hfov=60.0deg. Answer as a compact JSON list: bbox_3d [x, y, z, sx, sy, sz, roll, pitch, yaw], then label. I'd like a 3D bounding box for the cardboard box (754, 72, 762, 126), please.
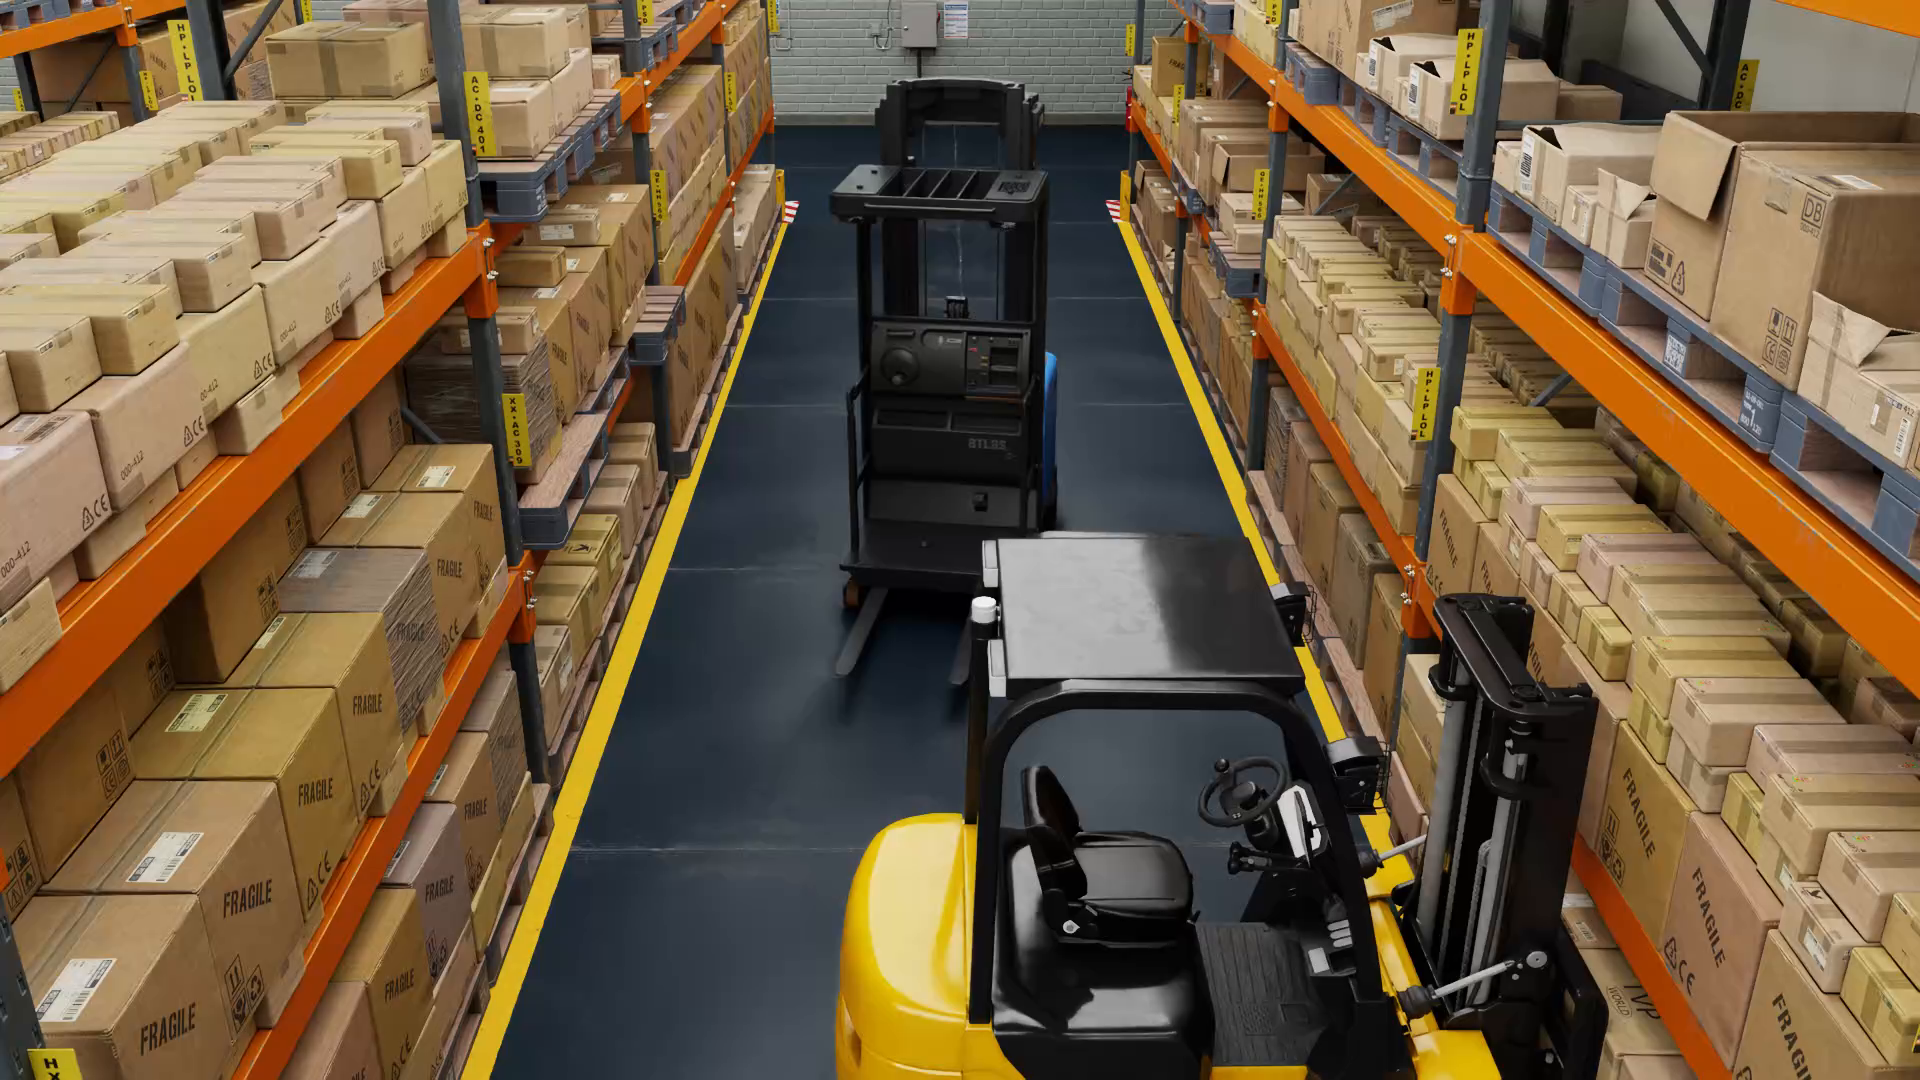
[{"bbox_3d":[-2.292,-4.442,16.810,0.500,0.500,0.500,0,24,1],"label":"cardboard box"}]

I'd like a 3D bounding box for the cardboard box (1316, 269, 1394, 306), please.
[{"bbox_3d":[2.217,-1.417,9.334,0.380,0.149,0.250,0,24,1],"label":"cardboard box"}]

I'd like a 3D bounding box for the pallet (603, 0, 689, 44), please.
[{"bbox_3d":[-2.555,-3.723,11.931,1.003,0.211,1.213,1,24,2],"label":"pallet"}]

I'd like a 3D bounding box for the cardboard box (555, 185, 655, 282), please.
[{"bbox_3d":[-2.197,-1.903,10.325,0.500,0.500,0.500,-1,24,-2],"label":"cardboard box"}]

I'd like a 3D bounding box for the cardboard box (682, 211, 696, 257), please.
[{"bbox_3d":[-2.257,-2.279,12.330,0.500,0.250,0.500,1,24,1],"label":"cardboard box"}]

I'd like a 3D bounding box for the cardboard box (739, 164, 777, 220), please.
[{"bbox_3d":[-2.460,-3.765,18.035,0.875,0.438,0.875,-1,24,-2],"label":"cardboard box"}]

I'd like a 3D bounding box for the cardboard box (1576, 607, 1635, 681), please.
[{"bbox_3d":[2.264,0.337,5.457,0.380,0.149,0.250,-1,24,-2],"label":"cardboard box"}]

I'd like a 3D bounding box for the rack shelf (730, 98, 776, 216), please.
[{"bbox_3d":[-2.546,-3.861,16.520,1.077,0.370,4.000,0,24,-1],"label":"rack shelf"}]

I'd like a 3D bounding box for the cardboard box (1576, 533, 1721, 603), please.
[{"bbox_3d":[2.327,0.094,5.632,0.380,0.149,0.250,0,24,-1],"label":"cardboard box"}]

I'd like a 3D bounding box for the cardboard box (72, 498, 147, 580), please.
[{"bbox_3d":[-2.133,-0.027,3.836,0.380,0.149,0.250,0,24,1],"label":"cardboard box"}]

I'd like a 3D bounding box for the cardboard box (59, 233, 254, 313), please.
[{"bbox_3d":[-2.100,-0.703,4.363,0.380,0.149,0.250,0,24,1],"label":"cardboard box"}]

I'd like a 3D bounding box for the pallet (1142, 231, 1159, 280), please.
[{"bbox_3d":[2.417,-2.905,16.917,1.003,0.211,1.213,0,24,-1],"label":"pallet"}]

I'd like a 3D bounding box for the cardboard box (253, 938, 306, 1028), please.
[{"bbox_3d":[-2.085,1.235,4.684,0.380,0.149,0.250,0,24,0],"label":"cardboard box"}]

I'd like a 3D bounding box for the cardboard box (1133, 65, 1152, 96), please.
[{"bbox_3d":[2.132,-4.916,17.800,0.500,0.250,0.500,0,24,0],"label":"cardboard box"}]

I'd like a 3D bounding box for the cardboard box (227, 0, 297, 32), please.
[{"bbox_3d":[-7.262,-5.398,17.350,0.500,0.500,0.500,-1,24,-2],"label":"cardboard box"}]

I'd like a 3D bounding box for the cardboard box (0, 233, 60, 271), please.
[{"bbox_3d":[-2.601,-0.699,4.352,0.380,0.149,0.250,-1,24,-2],"label":"cardboard box"}]

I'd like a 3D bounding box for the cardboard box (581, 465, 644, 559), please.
[{"bbox_3d":[-2.468,-0.174,10.173,0.950,0.372,0.625,-1,24,-2],"label":"cardboard box"}]

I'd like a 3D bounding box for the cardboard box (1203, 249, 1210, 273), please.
[{"bbox_3d":[2.272,-2.368,14.082,0.380,0.149,0.250,-1,24,-3],"label":"cardboard box"}]

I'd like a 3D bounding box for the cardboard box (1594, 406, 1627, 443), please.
[{"bbox_3d":[2.833,-0.438,6.810,0.380,0.149,0.250,0,24,0],"label":"cardboard box"}]

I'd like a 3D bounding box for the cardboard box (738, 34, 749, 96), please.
[{"bbox_3d":[-2.280,-4.482,15.686,0.500,0.500,0.500,0,24,0],"label":"cardboard box"}]

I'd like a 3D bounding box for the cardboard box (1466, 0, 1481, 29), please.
[{"bbox_3d":[2.747,-2.978,9.606,0.500,0.250,0.500,0,24,-1],"label":"cardboard box"}]

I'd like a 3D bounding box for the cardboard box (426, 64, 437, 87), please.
[{"bbox_3d":[-2.588,-2.006,7.579,0.500,0.250,0.500,0,24,0],"label":"cardboard box"}]

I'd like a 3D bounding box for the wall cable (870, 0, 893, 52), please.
[{"bbox_3d":[-1.234,-7.810,23.146,0.588,1.984,0.122,0,24,-1],"label":"wall cable"}]

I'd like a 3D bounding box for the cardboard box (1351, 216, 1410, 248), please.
[{"bbox_3d":[2.689,-1.948,10.509,0.380,0.149,0.250,1,24,1],"label":"cardboard box"}]

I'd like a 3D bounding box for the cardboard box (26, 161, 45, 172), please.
[{"bbox_3d":[-7.253,-2.807,12.751,0.380,0.149,0.250,0,24,0],"label":"cardboard box"}]

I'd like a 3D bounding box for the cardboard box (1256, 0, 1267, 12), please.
[{"bbox_3d":[2.232,-3.683,11.311,0.380,0.149,0.250,0,24,-1],"label":"cardboard box"}]

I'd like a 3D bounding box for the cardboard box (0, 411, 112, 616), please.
[{"bbox_3d":[-2.132,-0.062,3.429,0.500,0.250,0.500,-1,24,-2],"label":"cardboard box"}]

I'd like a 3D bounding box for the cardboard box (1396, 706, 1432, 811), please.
[{"bbox_3d":[2.224,0.942,7.247,0.500,0.250,0.500,0,24,-1],"label":"cardboard box"}]

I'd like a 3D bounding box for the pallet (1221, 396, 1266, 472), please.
[{"bbox_3d":[2.513,-0.778,12.213,1.003,0.211,1.213,0,24,-1],"label":"pallet"}]

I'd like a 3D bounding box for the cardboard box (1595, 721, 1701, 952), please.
[{"bbox_3d":[2.300,0.884,5.034,0.500,0.500,0.500,-1,24,-2],"label":"cardboard box"}]

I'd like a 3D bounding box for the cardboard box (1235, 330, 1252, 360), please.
[{"bbox_3d":[2.191,-1.403,11.949,0.380,0.149,0.250,-1,24,-3],"label":"cardboard box"}]

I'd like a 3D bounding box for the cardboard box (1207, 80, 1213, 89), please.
[{"bbox_3d":[2.672,-4.499,16.879,0.500,0.250,0.500,1,24,1],"label":"cardboard box"}]

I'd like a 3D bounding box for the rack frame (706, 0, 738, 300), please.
[{"bbox_3d":[-2.524,-3.365,14.549,1.000,3.000,0.127,0,24,-1],"label":"rack frame"}]

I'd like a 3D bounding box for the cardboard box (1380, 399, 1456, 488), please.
[{"bbox_3d":[2.266,-0.453,7.686,0.500,0.250,0.500,-1,24,-2],"label":"cardboard box"}]

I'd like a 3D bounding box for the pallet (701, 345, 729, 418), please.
[{"bbox_3d":[-2.424,-1.273,13.308,1.003,0.211,1.213,0,24,-1],"label":"pallet"}]

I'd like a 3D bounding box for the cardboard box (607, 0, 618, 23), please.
[{"bbox_3d":[-2.681,-3.727,11.080,0.700,0.500,0.500,-1,24,-3],"label":"cardboard box"}]

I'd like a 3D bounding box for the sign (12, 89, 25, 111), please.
[{"bbox_3d":[-8.015,-3.690,14.217,0.100,0.325,0.005,0,24,-1],"label":"sign"}]

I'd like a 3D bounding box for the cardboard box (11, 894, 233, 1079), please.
[{"bbox_3d":[-2.121,1.203,3.969,0.500,0.500,0.500,-1,24,-1],"label":"cardboard box"}]

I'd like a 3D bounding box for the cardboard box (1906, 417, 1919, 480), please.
[{"bbox_3d":[2.322,-0.274,3.324,0.500,0.500,0.500,1,24,1],"label":"cardboard box"}]

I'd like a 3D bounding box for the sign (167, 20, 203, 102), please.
[{"bbox_3d":[-2.991,-1.846,6.446,0.100,0.325,0.005,0,24,-1],"label":"sign"}]

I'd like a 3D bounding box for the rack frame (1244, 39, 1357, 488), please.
[{"bbox_3d":[2.483,-1.740,10.958,1.000,3.000,0.127,0,24,-1],"label":"rack frame"}]

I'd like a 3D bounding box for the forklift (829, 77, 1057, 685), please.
[{"bbox_3d":[-0.087,-1.026,9.461,1.130,2.935,3.031,4,25,8],"label":"forklift"}]

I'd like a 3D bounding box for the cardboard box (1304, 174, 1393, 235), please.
[{"bbox_3d":[2.634,-2.190,11.321,0.500,0.500,0.500,1,24,2],"label":"cardboard box"}]

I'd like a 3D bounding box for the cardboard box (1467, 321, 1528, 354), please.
[{"bbox_3d":[2.784,-1.001,8.414,0.380,0.149,0.250,0,24,-1],"label":"cardboard box"}]

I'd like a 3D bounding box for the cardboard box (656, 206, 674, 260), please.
[{"bbox_3d":[-2.239,-2.086,11.297,0.500,0.250,0.500,0,24,-1],"label":"cardboard box"}]

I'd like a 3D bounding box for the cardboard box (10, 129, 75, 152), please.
[{"bbox_3d":[-7.265,-3.159,13.168,0.380,0.149,0.250,0,24,-1],"label":"cardboard box"}]

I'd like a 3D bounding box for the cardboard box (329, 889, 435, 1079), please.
[{"bbox_3d":[-2.133,1.534,5.635,0.500,0.500,0.500,0,24,0],"label":"cardboard box"}]

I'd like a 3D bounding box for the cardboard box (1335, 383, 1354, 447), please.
[{"bbox_3d":[2.274,-0.642,8.712,0.500,0.250,0.500,0,24,0],"label":"cardboard box"}]

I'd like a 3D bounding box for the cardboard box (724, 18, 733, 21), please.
[{"bbox_3d":[-2.332,-4.819,15.643,0.380,0.149,0.250,0,24,-1],"label":"cardboard box"}]

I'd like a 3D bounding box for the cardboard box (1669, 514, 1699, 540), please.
[{"bbox_3d":[2.861,0.017,6.164,0.380,0.149,0.250,0,24,0],"label":"cardboard box"}]

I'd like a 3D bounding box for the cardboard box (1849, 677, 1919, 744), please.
[{"bbox_3d":[2.779,0.513,4.706,0.380,0.149,0.250,0,24,1],"label":"cardboard box"}]

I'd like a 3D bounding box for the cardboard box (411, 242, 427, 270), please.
[{"bbox_3d":[-2.213,-1.087,6.179,0.380,0.149,0.250,0,24,0],"label":"cardboard box"}]

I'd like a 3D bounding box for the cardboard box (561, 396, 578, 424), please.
[{"bbox_3d":[-2.161,-0.700,8.453,0.380,0.149,0.250,0,24,0],"label":"cardboard box"}]

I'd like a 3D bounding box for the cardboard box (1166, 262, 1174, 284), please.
[{"bbox_3d":[2.140,-2.509,15.608,0.380,0.149,0.250,-1,24,-2],"label":"cardboard box"}]

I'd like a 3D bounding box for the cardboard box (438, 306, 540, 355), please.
[{"bbox_3d":[-2.088,-0.932,7.391,0.380,0.149,0.250,0,24,-1],"label":"cardboard box"}]

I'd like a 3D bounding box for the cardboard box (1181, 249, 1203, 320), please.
[{"bbox_3d":[2.220,-2.241,14.588,0.500,0.500,0.500,1,24,2],"label":"cardboard box"}]

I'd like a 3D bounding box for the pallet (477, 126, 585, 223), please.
[{"bbox_3d":[-2.337,-1.604,7.245,1.213,0.211,1.003,0,24,-1],"label":"pallet"}]

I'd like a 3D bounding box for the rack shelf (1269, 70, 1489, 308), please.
[{"bbox_3d":[2.505,-1.955,8.666,1.077,0.370,4.000,0,24,-1],"label":"rack shelf"}]
